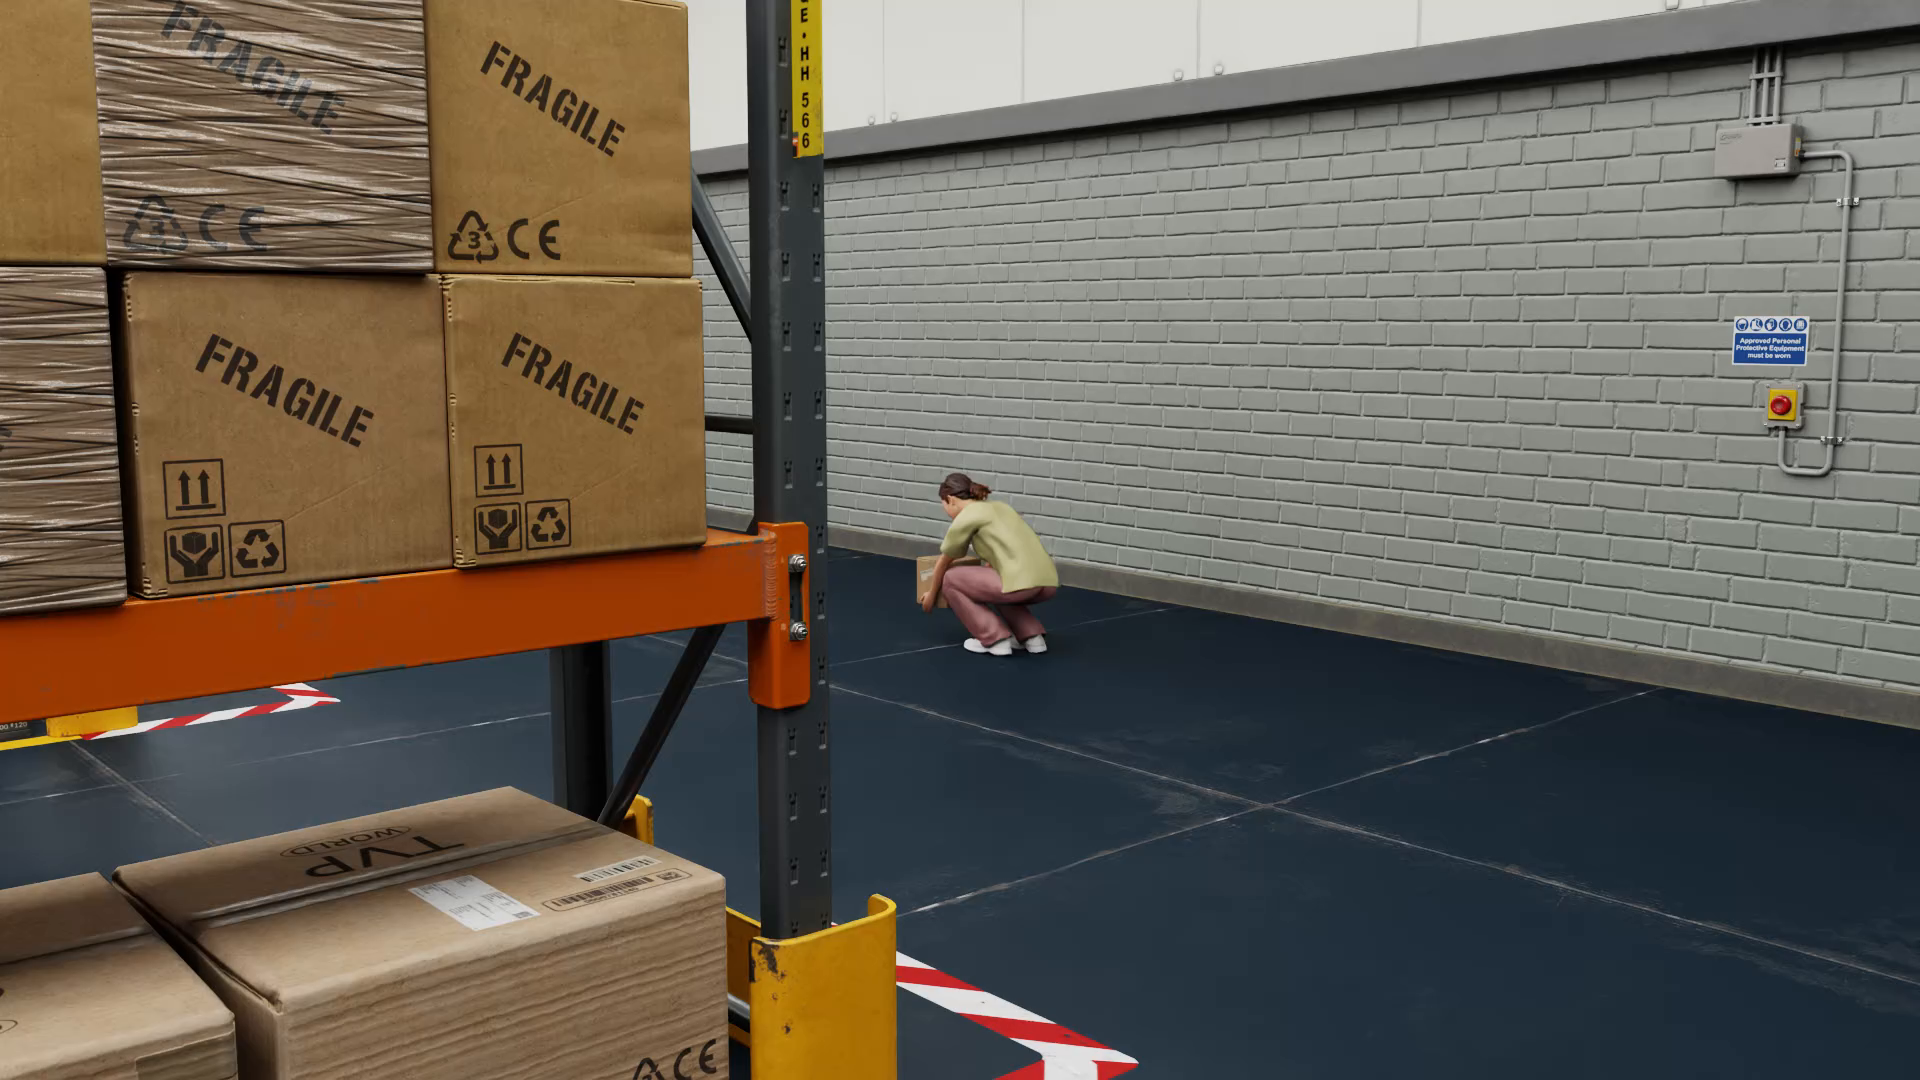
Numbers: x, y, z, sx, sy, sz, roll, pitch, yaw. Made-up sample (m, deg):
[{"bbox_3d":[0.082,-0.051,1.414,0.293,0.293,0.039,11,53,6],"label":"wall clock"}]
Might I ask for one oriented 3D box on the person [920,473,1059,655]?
[{"bbox_3d":[0.154,0.119,8.777,0.478,0.931,0.803,-7,10,-41],"label":"person"}]
